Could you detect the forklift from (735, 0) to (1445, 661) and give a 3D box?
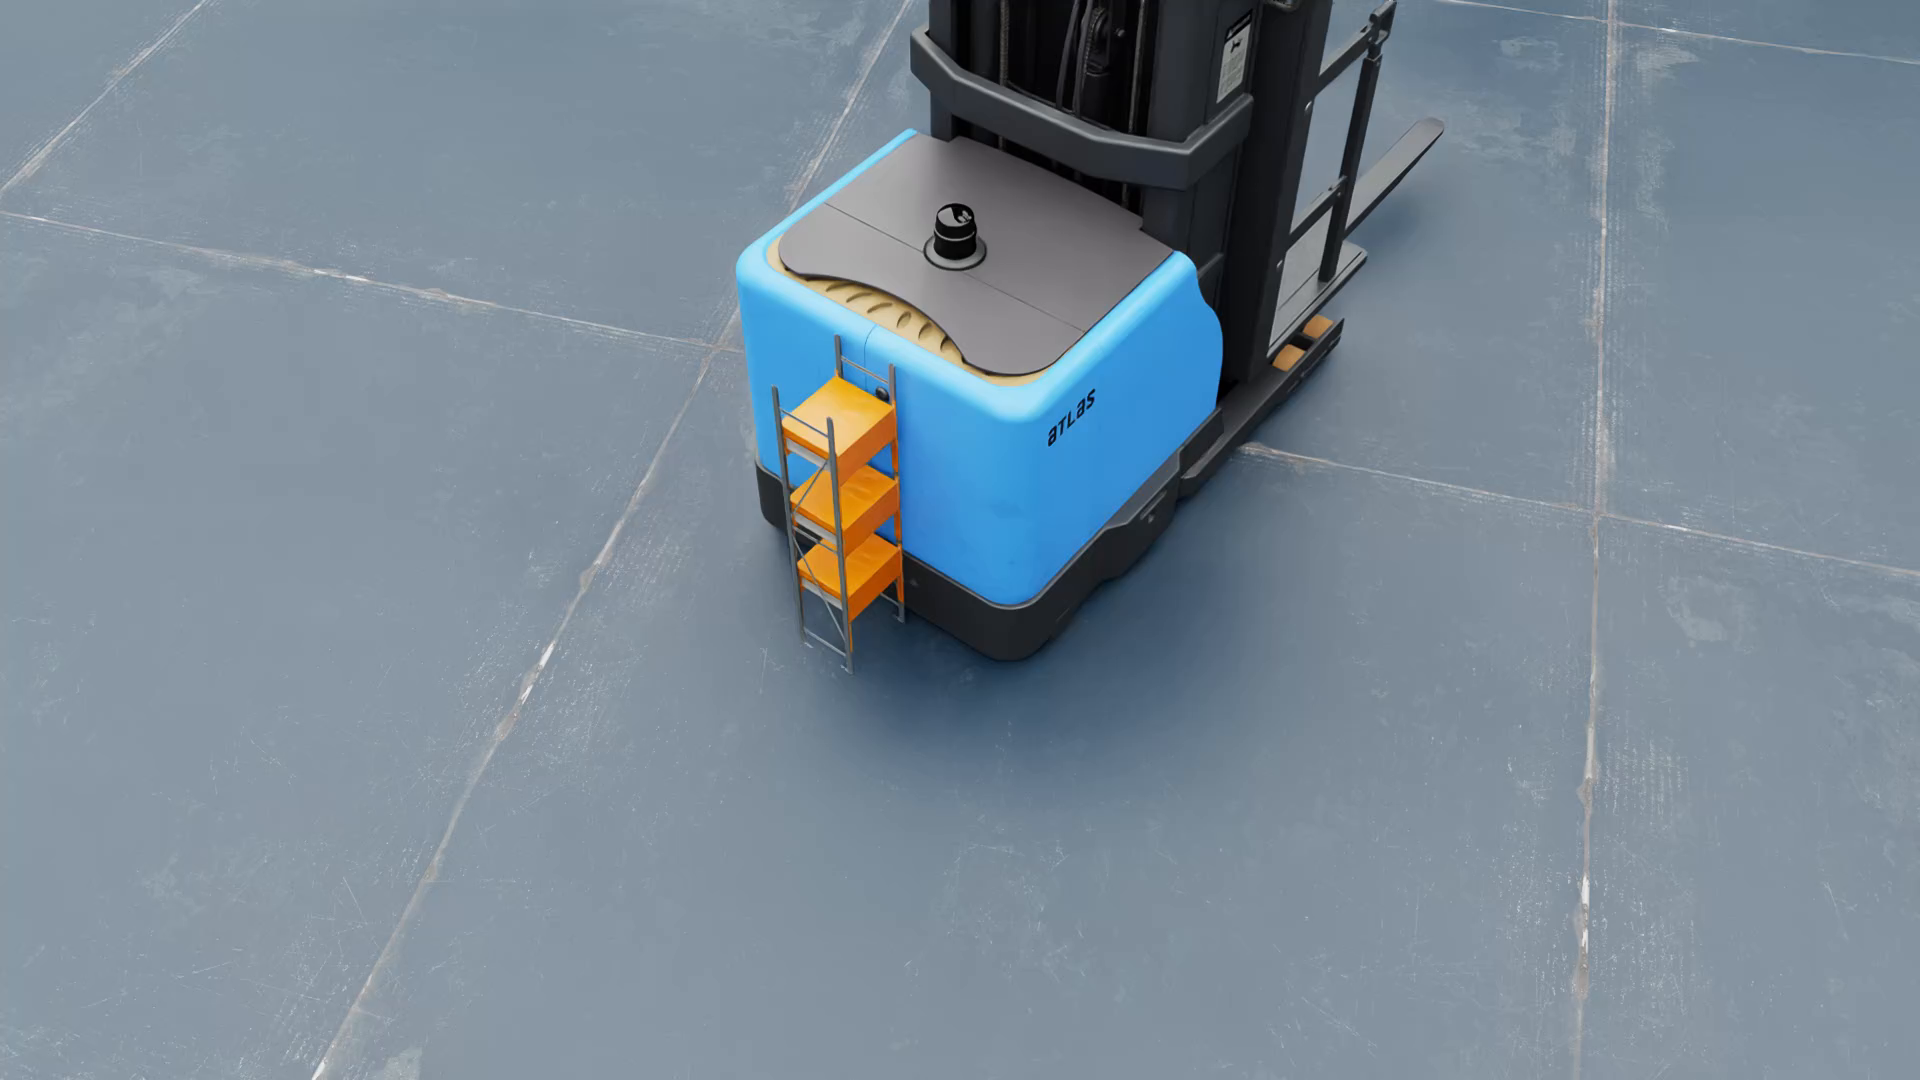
[{"bbox_3d":[0.669,-1.677,4.775,1.130,2.935,3.031,30,55,24],"label":"forklift"}]

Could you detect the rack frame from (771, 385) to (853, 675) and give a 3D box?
[{"bbox_3d":[-0.396,0.003,4.547,0.200,1.050,0.008,30,55,24],"label":"rack frame"}]

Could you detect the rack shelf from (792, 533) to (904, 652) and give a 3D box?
[{"bbox_3d":[-0.321,0.121,4.827,0.215,0.259,0.240,30,55,24],"label":"rack shelf"}]

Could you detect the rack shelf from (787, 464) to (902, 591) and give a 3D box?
[{"bbox_3d":[-0.321,-0.063,4.619,0.215,0.259,0.240,30,55,24],"label":"rack shelf"}]

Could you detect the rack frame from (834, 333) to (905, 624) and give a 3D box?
[{"bbox_3d":[-0.247,-0.142,4.675,0.200,1.050,0.008,30,55,24],"label":"rack frame"}]

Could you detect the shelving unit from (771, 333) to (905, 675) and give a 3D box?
[{"bbox_3d":[-0.321,-0.070,4.611,0.215,1.050,0.252,30,55,24],"label":"shelving unit"}]

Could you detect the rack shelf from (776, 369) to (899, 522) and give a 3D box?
[{"bbox_3d":[-0.321,-0.250,4.406,0.215,0.259,0.240,30,55,24],"label":"rack shelf"}]
